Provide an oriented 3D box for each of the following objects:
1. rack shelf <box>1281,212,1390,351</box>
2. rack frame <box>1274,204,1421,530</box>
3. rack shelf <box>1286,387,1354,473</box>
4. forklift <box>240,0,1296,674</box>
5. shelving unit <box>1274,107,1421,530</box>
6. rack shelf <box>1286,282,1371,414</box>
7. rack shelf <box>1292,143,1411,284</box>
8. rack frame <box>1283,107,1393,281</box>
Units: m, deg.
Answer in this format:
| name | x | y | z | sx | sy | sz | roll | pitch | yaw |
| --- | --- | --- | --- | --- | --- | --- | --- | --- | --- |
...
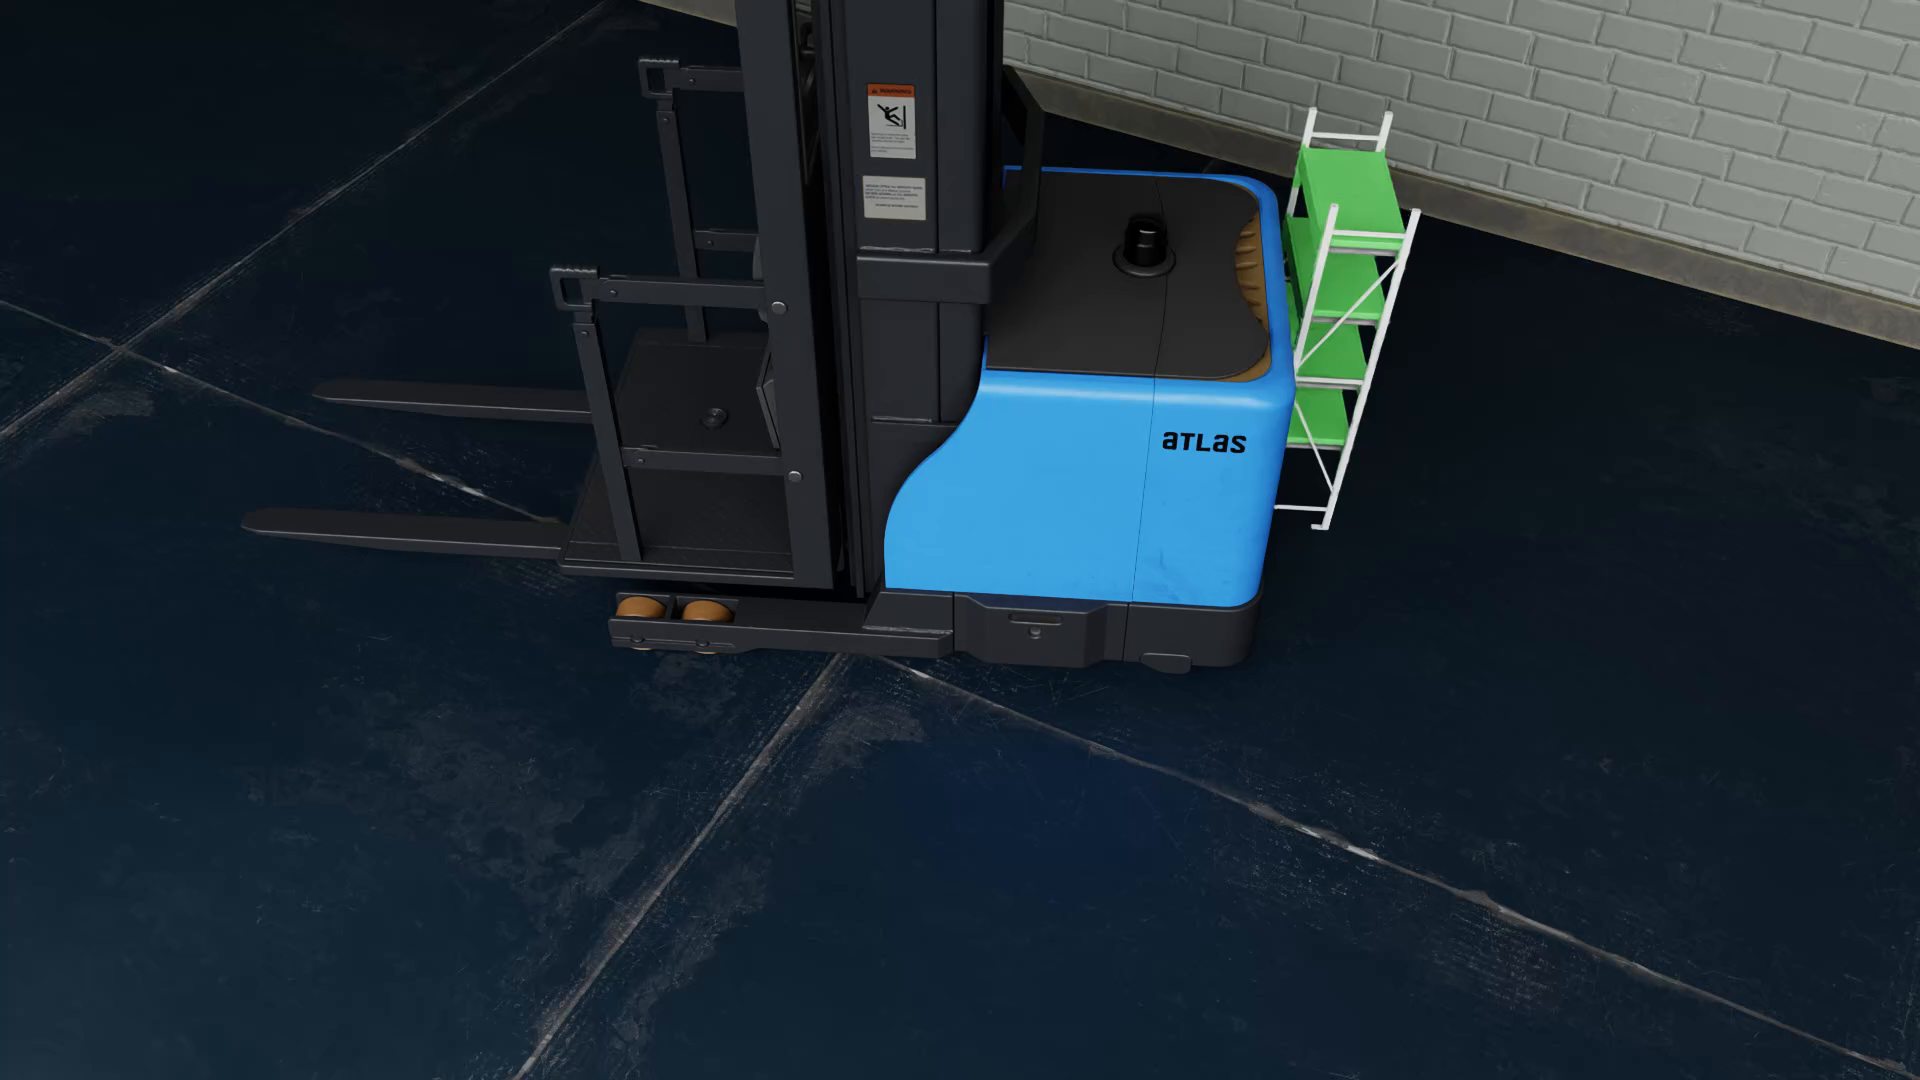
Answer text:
| name | x | y | z | sx | sy | sz | roll | pitch | yaw |
| --- | --- | --- | --- | --- | --- | --- | --- | --- | --- |
| rack shelf | 1.095 | -0.762 | 4.903 | 0.258 | 0.148 | 0.480 | 3 | 45 | -1 |
| rack frame | 1.078 | -0.465 | 4.857 | 0.240 | 1.200 | 0.015 | 3 | 45 | -1 |
| rack shelf | 1.072 | -0.425 | 5.245 | 0.258 | 0.148 | 0.480 | 3 | 45 | -1 |
| forklift | -0.621 | -1.065 | 4.242 | 3.031 | 2.935 | 1.130 | 3 | 45 | 3 |
| shelving unit | 1.086 | -0.638 | 5.028 | 0.258 | 1.200 | 0.503 | 3 | 45 | -1 |
| rack shelf | 1.083 | -0.593 | 5.074 | 0.258 | 0.148 | 0.480 | 3 | 45 | -1 |
| rack shelf | 1.107 | -0.930 | 4.732 | 0.258 | 0.148 | 0.480 | 3 | 45 | -1 |
| rack frame | 1.094 | -0.812 | 5.200 | 0.240 | 1.200 | 0.015 | 3 | 45 | -1 |
